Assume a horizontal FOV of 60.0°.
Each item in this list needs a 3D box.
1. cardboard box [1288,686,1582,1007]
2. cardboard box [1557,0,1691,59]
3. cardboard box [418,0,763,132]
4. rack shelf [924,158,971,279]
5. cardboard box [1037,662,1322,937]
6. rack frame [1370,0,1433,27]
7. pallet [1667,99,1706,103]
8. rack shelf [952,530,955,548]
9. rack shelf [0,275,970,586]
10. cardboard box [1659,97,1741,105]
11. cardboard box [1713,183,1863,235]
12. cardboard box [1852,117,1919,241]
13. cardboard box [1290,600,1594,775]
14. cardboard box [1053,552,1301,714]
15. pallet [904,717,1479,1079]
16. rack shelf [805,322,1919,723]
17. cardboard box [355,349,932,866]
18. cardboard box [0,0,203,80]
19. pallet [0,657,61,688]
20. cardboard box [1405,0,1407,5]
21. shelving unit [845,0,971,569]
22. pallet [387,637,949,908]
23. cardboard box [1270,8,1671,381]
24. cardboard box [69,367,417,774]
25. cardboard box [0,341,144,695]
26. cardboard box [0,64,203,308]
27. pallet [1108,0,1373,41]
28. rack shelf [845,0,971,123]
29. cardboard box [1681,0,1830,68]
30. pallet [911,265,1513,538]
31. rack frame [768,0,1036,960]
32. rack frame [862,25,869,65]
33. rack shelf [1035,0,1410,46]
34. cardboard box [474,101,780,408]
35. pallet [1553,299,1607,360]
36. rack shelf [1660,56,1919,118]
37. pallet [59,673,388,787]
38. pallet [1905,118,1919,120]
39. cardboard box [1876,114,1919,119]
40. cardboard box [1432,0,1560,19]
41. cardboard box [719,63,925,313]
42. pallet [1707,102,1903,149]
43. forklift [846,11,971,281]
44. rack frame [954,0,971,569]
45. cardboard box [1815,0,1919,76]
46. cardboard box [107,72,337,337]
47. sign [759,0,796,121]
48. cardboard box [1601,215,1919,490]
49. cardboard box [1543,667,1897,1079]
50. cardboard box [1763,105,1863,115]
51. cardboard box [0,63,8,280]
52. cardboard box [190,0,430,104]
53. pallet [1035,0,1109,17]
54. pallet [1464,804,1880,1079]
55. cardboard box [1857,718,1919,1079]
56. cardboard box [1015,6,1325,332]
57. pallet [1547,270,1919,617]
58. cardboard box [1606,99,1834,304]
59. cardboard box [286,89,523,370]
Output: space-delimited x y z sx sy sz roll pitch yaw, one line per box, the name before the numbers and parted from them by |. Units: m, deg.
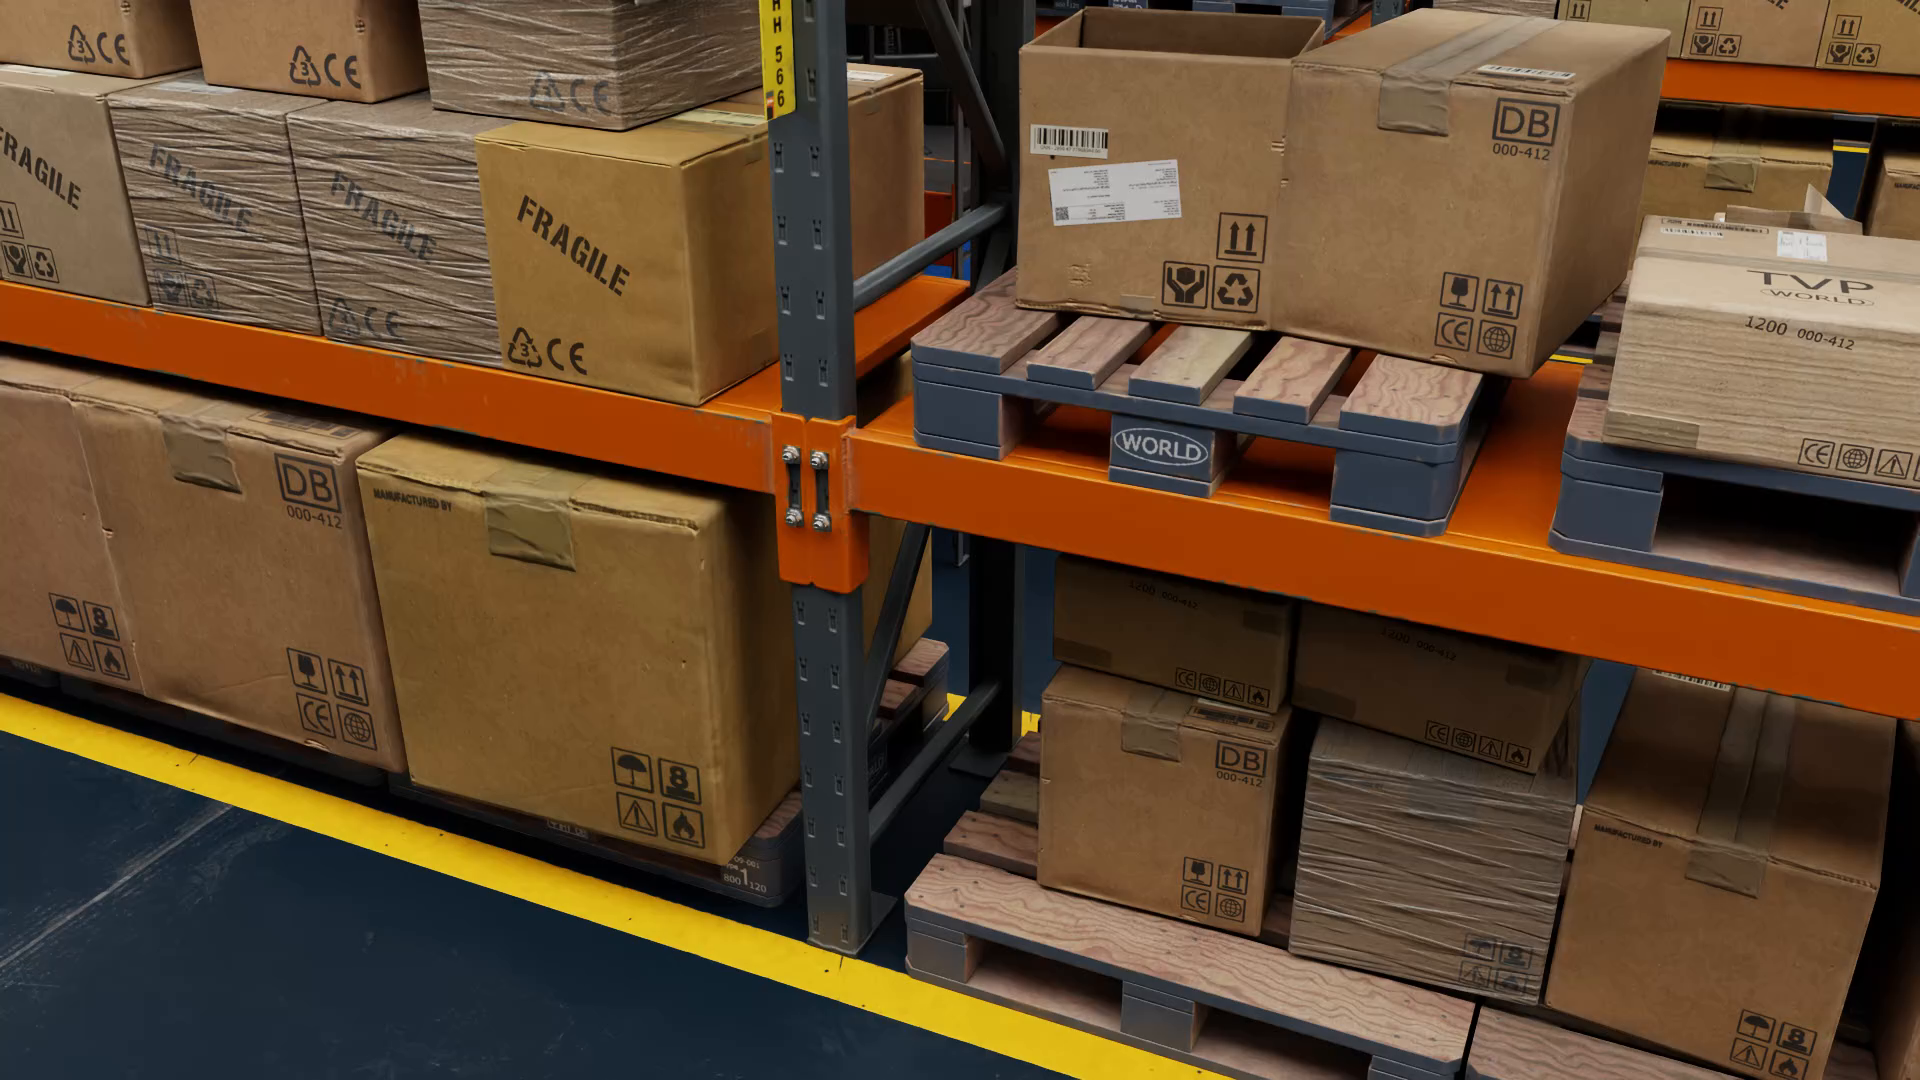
cardboard box | 1.039 0.536 3.597 0.500 0.500 0.700 9 28 18
cardboard box | 2.817 -2.337 6.987 0.500 0.500 0.500 11 28 21
cardboard box | -0.748 -1.234 3.611 0.637 0.503 0.797 12 29 24
rack shelf | -0.151 -0.960 5.354 0.480 0.518 0.431 11 28 22
cardboard box | 0.529 0.440 3.792 0.500 0.500 0.700 10 28 19
rack frame | 2.056 -2.574 7.583 0.127 3.000 1.000 11 28 22
pallet | 4.723 -3.189 11.988 1.213 0.211 1.003 11 28 22
rack shelf | -0.151 -0.332 5.663 0.480 0.518 0.431 11 28 22
rack shelf | -1.910 -0.642 4.472 4.000 0.370 1.077 11 28 22
cardboard box | 5.198 -3.354 11.665 0.625 0.372 0.950 11 28 21
cardboard box | 1.540 -0.530 3.108 0.258 0.266 0.396 11 28 20
cardboard box | 4.218 -1.277 7.020 0.750 0.750 1.050 11 28 22
cardboard box | 1.020 0.192 3.446 0.500 0.250 0.500 15 30 28
cardboard box | 0.533 0.099 3.635 0.500 0.250 0.500 13 29 24
pallet | 0.621 0.796 3.894 1.213 0.211 1.003 11 28 22
rack shelf | 1.731 0.090 2.986 4.000 0.370 1.077 11 28 22
cardboard box | -0.709 0.032 4.220 0.875 0.875 1.225 10 28 19
cardboard box | -1.954 -1.474 4.099 0.637 0.503 0.797 12 29 23
pallet | -2.997 0.032 5.446 1.213 0.211 1.003 11 28 22
cardboard box | 3.418 -3.978 12.364 0.875 0.875 0.875 11 28 21
shelving unit | -0.151 -0.972 5.348 0.503 2.100 0.431 11 28 22
pallet | -0.776 0.478 4.540 1.213 0.211 1.003 11 28 22
cardboard box | 0.968 -0.687 3.162 0.500 0.500 0.700 16 30 29
cardboard box | -1.517 -0.134 4.557 0.875 0.875 1.225 11 28 22
cardboard box | -2.326 -0.293 4.879 0.875 0.875 1.225 10 28 20
cardboard box | -2.029 -0.915 4.099 0.500 0.500 0.500 12 29 23
pallet | 1.363 -2.576 7.803 1.003 0.211 1.213 11 28 22
rack shelf | -0.151 -1.588 5.045 0.480 0.518 0.431 11 28 22
cardboard box | 3.276 -2.244 6.800 0.500 0.500 0.500 11 28 22
pallet | 0.603 -0.425 3.435 1.003 0.211 1.213 11 28 22
rack frame | -0.089 -0.599 3.570 0.127 3.000 1.000 11 28 22
rack frame | -0.373 -1.017 5.438 0.015 2.100 0.400 11 28 22
rack shelf | 0.235 -2.617 8.485 4.000 0.370 1.077 11 28 22
cardboard box | -0.641 -0.634 3.529 0.500 0.500 0.500 12 29 23
pallet | 2.742 -1.149 7.845 1.213 0.211 1.003 11 28 22
rack shelf | 3.876 -1.886 6.999 4.000 0.370 1.077 11 28 22
pallet | -1.882 0.254 4.994 1.213 0.211 1.003 11 28 22
pallet | 6.945 -2.743 11.082 1.213 0.211 1.003 11 28 22
cardboard box | 6.520 -3.086 11.122 0.625 0.372 0.950 13 29 25
cardboard box | 2.353 -2.429 7.174 0.500 0.500 0.500 12 29 22
cardboard box | -0.419 -0.842 3.951 0.500 0.500 0.500 12 29 23
pallet | 5.830 -2.965 11.534 1.213 0.211 1.003 11 28 22
forklift | -0.357 -2.249 7.000 1.130 2.935 3.031 -4 26 -8
rack frame | 0.071 -0.928 5.257 0.015 2.100 0.400 11 28 22
cardboard box | 3.728 -2.152 6.613 0.500 0.500 0.500 11 28 21
cardboard box | -1.567 -0.821 3.909 0.500 0.500 0.500 10 28 20
sign | -0.316 -0.894 2.860 0.005 0.325 0.100 11 28 22
cardboard box | 1.341 -0.321 2.700 0.500 0.250 0.500 11 28 20
cardboard box | 1.558 0.637 3.392 0.500 0.500 0.700 14 29 26
cardboard box | 5.886 -3.213 11.379 0.625 0.372 0.950 12 29 23
cardboard box | -2.502 -1.007 4.286 0.500 0.500 0.500 11 28 21
cardboard box | -1.340 -1.354 3.855 0.637 0.503 0.797 12 29 23
pallet | 0.237 -2.834 8.327 1.213 0.211 1.003 11 28 22
pallet | 1.728 1.020 3.440 1.213 0.211 1.003 11 28 22
cardboard box | 2.066 0.739 3.185 0.500 0.500 0.700 9 28 17
cardboard box | 0.419 -0.749 3.287 0.500 0.500 0.500 8 27 15
pallet | 1.730 -0.167 2.911 1.213 0.211 1.003 11 28 22
cardboard box | 3.370 -1.448 7.366 0.750 0.750 1.050 12 29 23
cardboard box | -1.093 -0.728 3.719 0.500 0.500 0.500 11 28 21
